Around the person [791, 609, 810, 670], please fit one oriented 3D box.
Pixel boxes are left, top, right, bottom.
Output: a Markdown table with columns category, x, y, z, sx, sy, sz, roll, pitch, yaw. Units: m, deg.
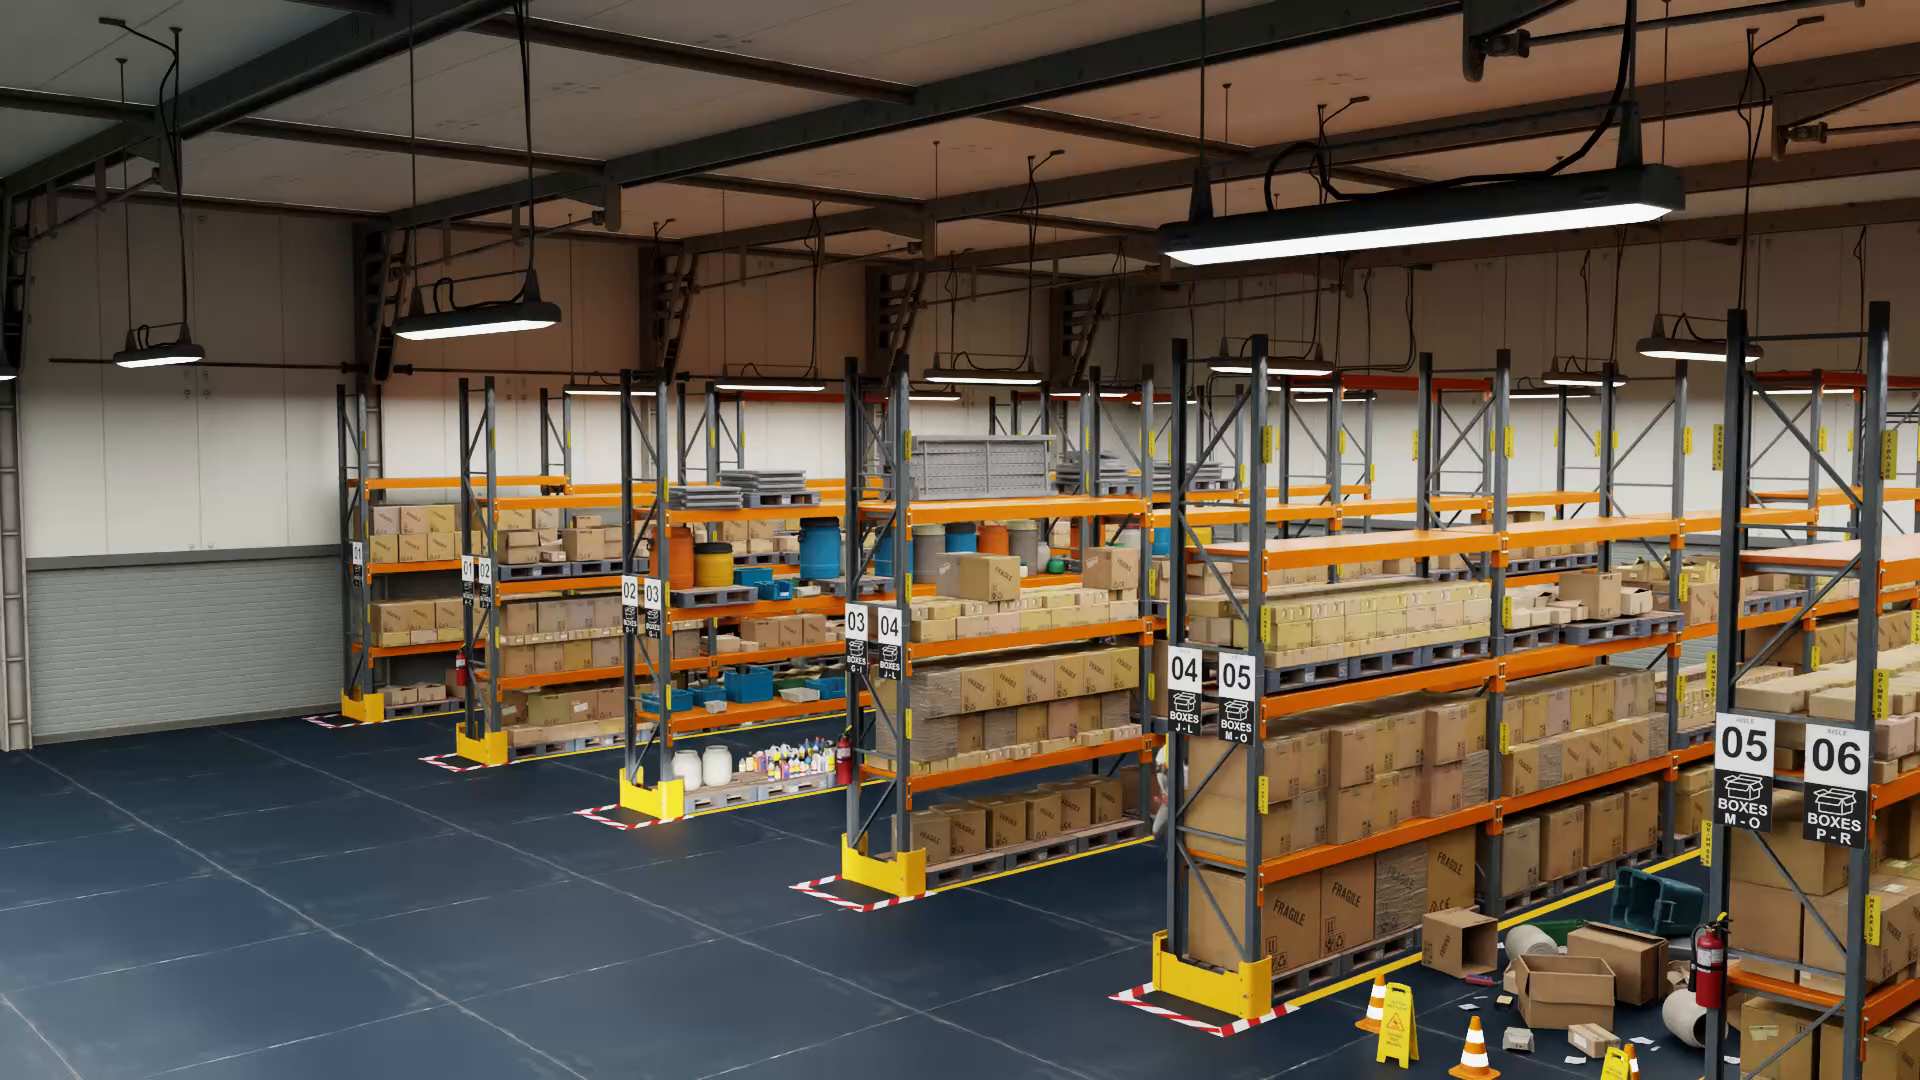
| category | x | y | z | sx | sy | sz | roll | pitch | yaw |
| --- | --- | --- | --- | --- | --- | --- | --- | --- | --- |
| person | -3.215 | 2.155 | 33.935 | 0.607 | 1.590 | 0.613 | 2 | 4 | 33 |

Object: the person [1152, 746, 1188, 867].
| category | x | y | z | sx | sy | sz | roll | pitch | yaw |
| --- | --- | --- | --- | --- | --- | --- | --- | --- | --- |
| person | 2.513 | 3.110 | 19.408 | 0.657 | 1.537 | 1.009 | 3 | 5 | 41 |
